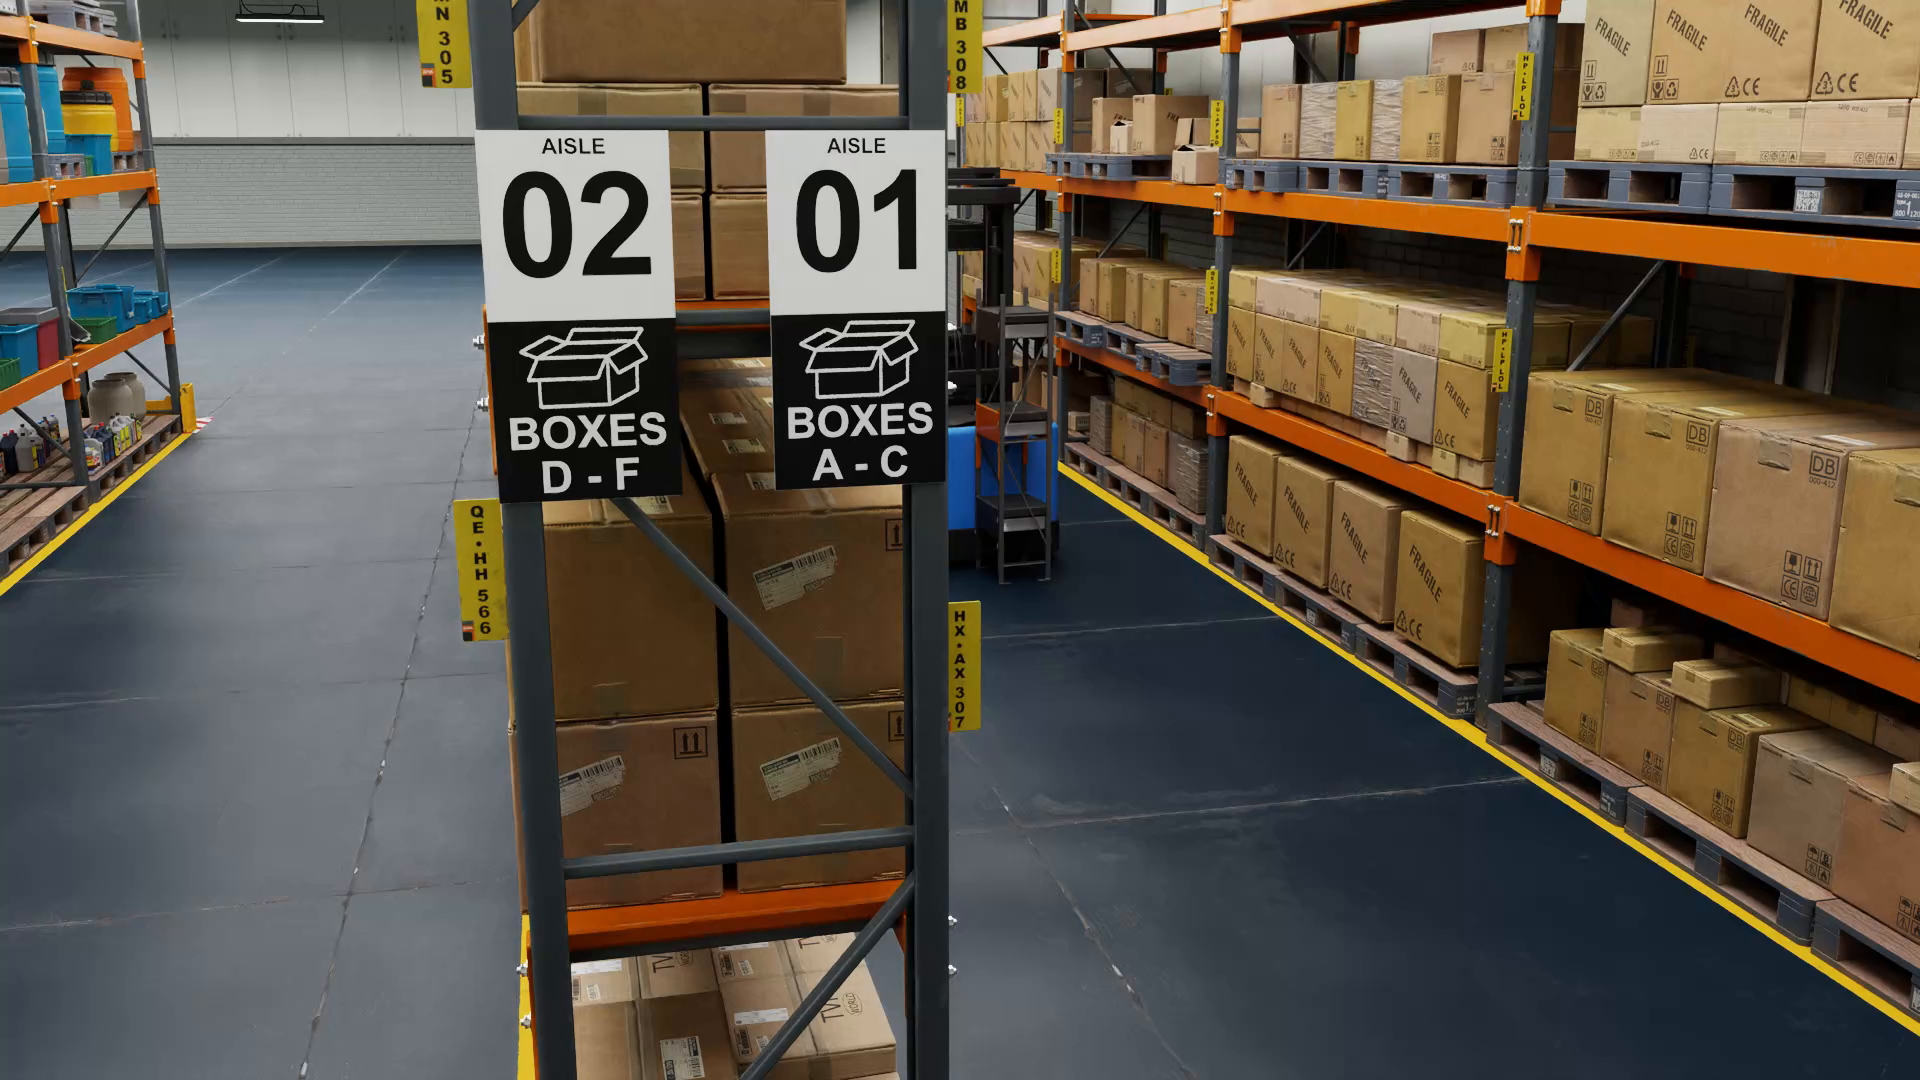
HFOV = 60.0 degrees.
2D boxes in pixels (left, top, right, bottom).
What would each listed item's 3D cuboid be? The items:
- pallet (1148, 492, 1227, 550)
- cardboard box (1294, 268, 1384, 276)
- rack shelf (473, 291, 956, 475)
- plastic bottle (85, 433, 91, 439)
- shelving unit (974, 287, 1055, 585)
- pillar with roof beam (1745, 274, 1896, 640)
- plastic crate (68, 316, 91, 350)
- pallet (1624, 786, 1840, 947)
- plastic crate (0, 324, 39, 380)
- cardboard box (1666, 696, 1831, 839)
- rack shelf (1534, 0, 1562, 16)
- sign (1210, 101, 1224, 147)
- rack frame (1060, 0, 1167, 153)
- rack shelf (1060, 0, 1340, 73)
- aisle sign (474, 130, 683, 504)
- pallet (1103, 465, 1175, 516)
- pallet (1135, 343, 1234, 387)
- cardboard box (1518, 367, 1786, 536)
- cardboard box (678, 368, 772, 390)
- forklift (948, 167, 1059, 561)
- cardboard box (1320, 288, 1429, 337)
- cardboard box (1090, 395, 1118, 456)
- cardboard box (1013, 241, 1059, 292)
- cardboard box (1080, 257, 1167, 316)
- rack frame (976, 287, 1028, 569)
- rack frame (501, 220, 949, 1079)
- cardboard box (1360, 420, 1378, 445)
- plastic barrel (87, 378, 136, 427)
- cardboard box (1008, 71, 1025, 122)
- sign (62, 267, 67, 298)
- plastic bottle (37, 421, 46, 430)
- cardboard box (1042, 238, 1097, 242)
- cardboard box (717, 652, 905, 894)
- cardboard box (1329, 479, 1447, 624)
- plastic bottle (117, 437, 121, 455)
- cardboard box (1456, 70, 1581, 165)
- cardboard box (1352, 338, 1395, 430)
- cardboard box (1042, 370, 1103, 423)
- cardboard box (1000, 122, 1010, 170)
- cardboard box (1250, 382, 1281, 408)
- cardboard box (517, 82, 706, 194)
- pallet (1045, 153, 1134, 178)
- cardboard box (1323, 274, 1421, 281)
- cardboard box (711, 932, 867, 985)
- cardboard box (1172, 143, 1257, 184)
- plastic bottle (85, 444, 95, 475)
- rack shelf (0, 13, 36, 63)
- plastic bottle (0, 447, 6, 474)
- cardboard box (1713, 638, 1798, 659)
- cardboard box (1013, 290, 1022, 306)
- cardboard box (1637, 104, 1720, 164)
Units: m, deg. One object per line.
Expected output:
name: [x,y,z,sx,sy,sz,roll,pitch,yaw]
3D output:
pallet: [2.227,-0.190,13.760,1.003,0.211,1.213,-3,14,-13]
cardboard box: [2.768,-1.841,12.183,0.500,0.250,0.500,-3,14,-12]
rack shelf: [-0.996,-0.811,5.621,1.077,0.370,4.000,-3,14,-13]
plastic bottle: [-8.098,-0.859,15.445,0.097,0.271,0.097,0,14,0]
shelving unit: [0.389,-0.763,12.125,0.431,2.100,0.503,-5,15,-19]
pillar with roof beam: [0.169,-3.002,6.756,9.100,9.000,0.400,-3,14,-13]
plastic crate: [-8.160,-1.832,14.738,0.767,0.338,0.504,-3,14,-13]
pallet: [3.741,1.375,7.354,1.003,0.211,1.213,-3,14,-13]
plastic crate: [-7.599,-1.490,13.239,0.392,0.384,0.575,-3,14,-13]
cardboard box: [3.658,0.982,7.471,0.700,0.500,0.500,-3,14,-12]
rack shelf: [3.818,-2.351,6.446,1.077,0.370,4.000,-3,14,-13]
sign: [1.881,-3.043,12.151,0.100,0.325,0.005,-3,14,-13]
rack frame: [1.470,-5.201,15.756,1.000,3.000,0.127,-3,14,-13]
rack shelf: [1.939,-4.196,14.000,1.077,0.370,4.000,-3,14,-13]
aisle sign: [-0.808,-0.472,3.560,0.394,0.787,0.004,-3,14,-13]
pallet: [1.944,-0.471,14.909,1.003,0.211,1.213,-3,14,-13]
pallet: [2.138,-1.429,13.362,1.213,0.211,1.003,-3,14,-13]
cardboard box: [3.460,-0.461,8.362,0.980,0.700,0.700,-3,14,-12]
cardboard box: [-0.854,-0.362,6.272,0.500,0.500,0.500,-3,14,-13]
forklift: [-0.207,-1.563,13.651,1.130,2.935,3.031,-5,15,-19]
cardboard box: [2.639,-1.456,10.605,0.500,0.250,0.500,-4,14,-14]
cardboard box: [1.659,-1.118,16.021,0.700,0.500,0.500,-3,14,-11]
cardboard box: [0.827,-2.912,17.718,0.500,0.500,0.500,-4,14,-15]
cardboard box: [1.556,-2.430,15.915,0.700,0.500,0.500,-3,14,-13]
rack frame: [0.308,-0.817,12.349,0.400,2.100,0.015,-5,15,-19]
rack frame: [-0.526,0.758,4.003,1.000,3.000,0.127,-3,14,-13]
cardboard box: [2.738,-0.687,10.405,0.380,0.149,0.250,-4,14,-15]
plastic barrel: [-8.753,-1.390,17.153,0.421,0.512,0.421,0,14,0]
cardboard box: [0.817,-4.634,17.396,0.500,0.500,0.500,-4,14,-15]
sign: [-9.636,-2.762,17.830,0.100,0.325,0.005,-3,14,-13]
plastic bottle: [-8.873,-1.008,16.055,0.097,0.271,0.097,0,14,0]
cardboard box: [1.200,-3.062,18.334,0.500,0.500,0.500,-3,14,-12]
cardboard box: [-0.374,0.593,4.470,0.500,0.500,0.500,-3,14,-12]
cardboard box: [2.858,0.051,10.542,0.750,0.750,0.750,-3,14,-11]
plastic bottle: [-8.035,-0.909,15.795,0.097,0.201,0.097,0,14,0]
cardboard box: [3.249,-2.370,9.349,0.700,0.500,0.500,-4,14,-16]
cardboard box: [2.756,-0.970,10.198,0.500,0.500,0.500,-3,14,-13]
cardboard box: [1.187,-1.524,17.683,0.500,0.500,0.500,-4,14,-17]
cardboard box: [0.729,-4.266,17.996,0.500,0.500,0.500,-2,14,-10]
cardboard box: [2.292,-1.038,11.844,0.380,0.149,0.250,-3,14,-11]
cardboard box: [-0.895,-0.973,4.032,0.500,0.250,0.500,-3,14,-13]
pallet: [1.511,-3.505,15.527,1.213,0.211,1.003,-3,14,-13]
cardboard box: [2.886,-1.721,11.693,0.500,0.250,0.500,-4,14,-15]
cardboard box: [-0.613,1.508,5.799,0.500,0.250,0.500,-3,14,-13]
cardboard box: [1.977,-2.939,12.961,0.500,0.311,0.500,-3,14,-13]
plastic bottle: [-7.809,-0.721,14.880,0.097,0.271,0.097,0,14,0]
rack shelf: [-7.691,-3.644,11.740,1.077,0.370,4.000,-3,14,-13]
plastic bottle: [-8.594,-0.722,14.857,0.061,0.283,0.133,-3,14,-10]
cardboard box: [3.772,0.570,7.790,0.380,0.149,0.250,-4,14,-15]
cardboard box: [0.822,-2.547,17.805,0.500,0.250,0.500,-3,14,-13]
cardboard box: [3.360,-1.786,7.317,0.500,0.250,0.500,-4,14,-14]
